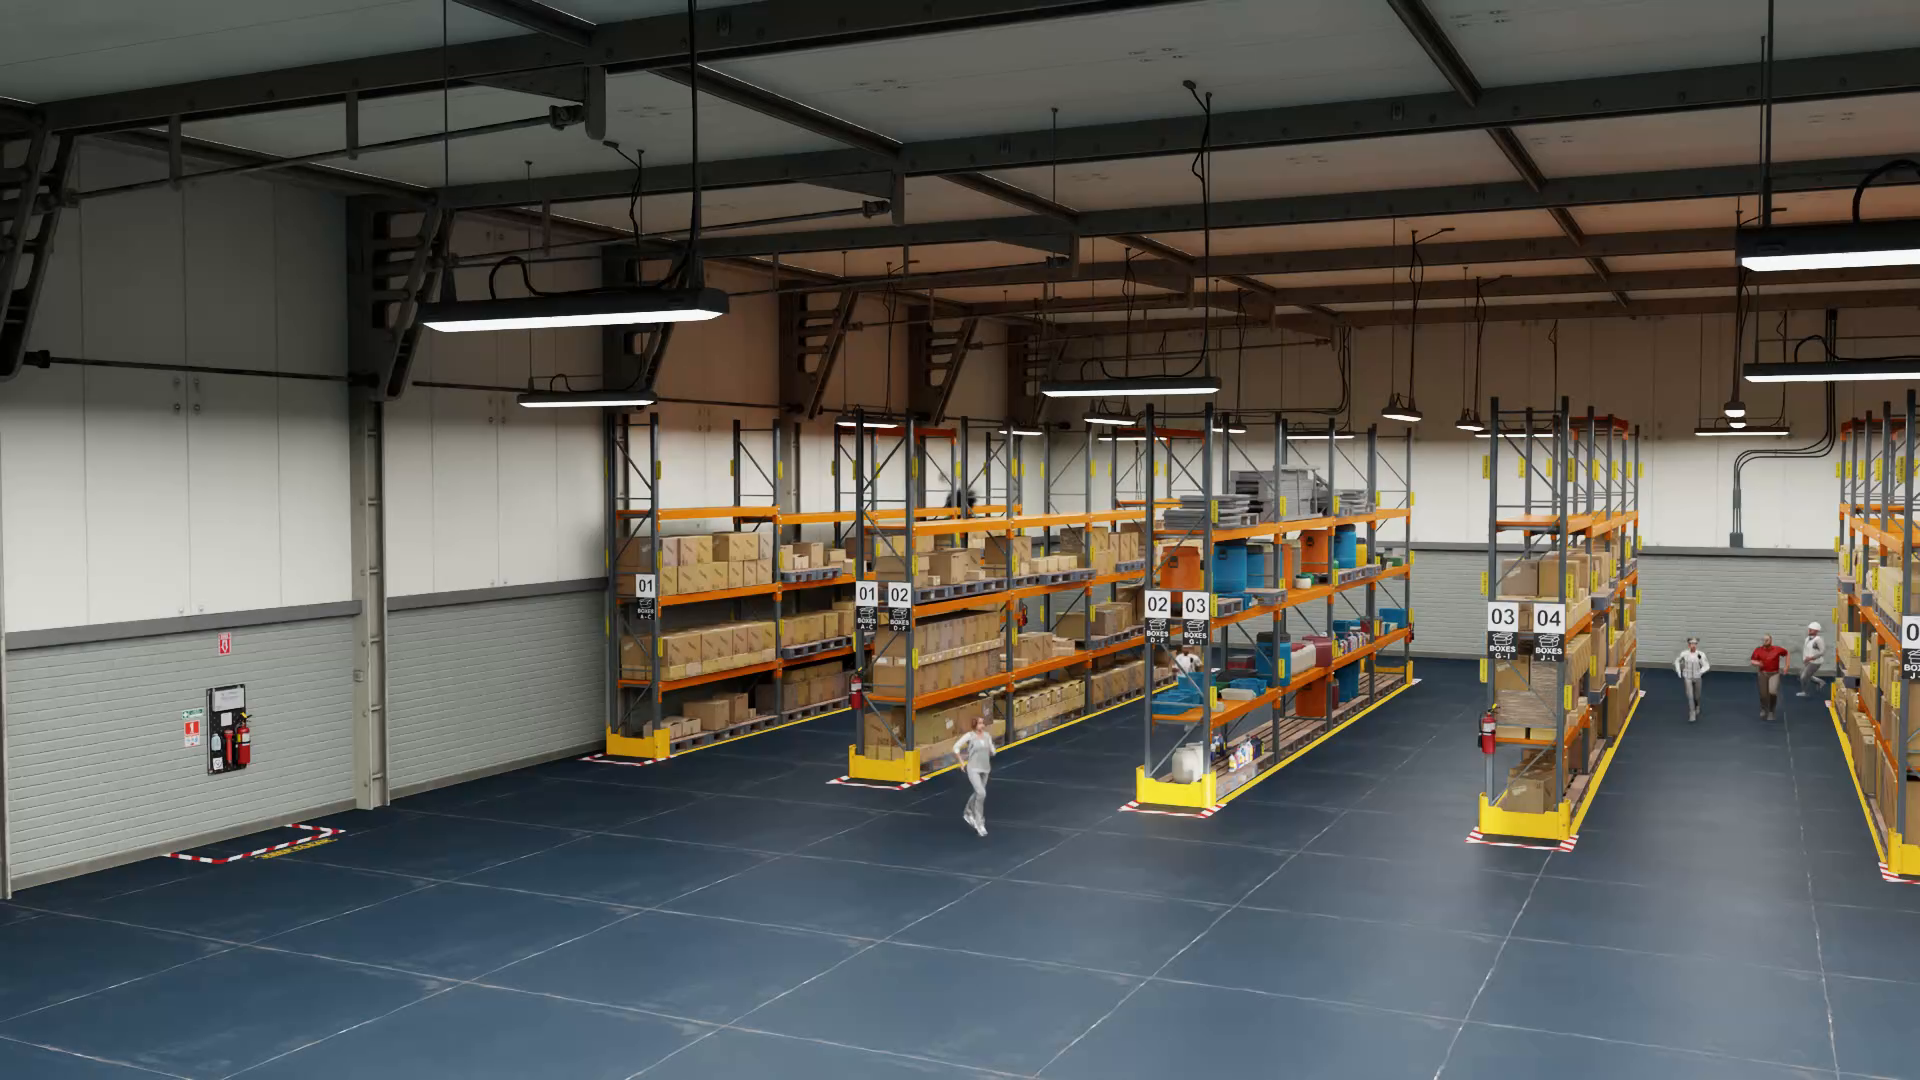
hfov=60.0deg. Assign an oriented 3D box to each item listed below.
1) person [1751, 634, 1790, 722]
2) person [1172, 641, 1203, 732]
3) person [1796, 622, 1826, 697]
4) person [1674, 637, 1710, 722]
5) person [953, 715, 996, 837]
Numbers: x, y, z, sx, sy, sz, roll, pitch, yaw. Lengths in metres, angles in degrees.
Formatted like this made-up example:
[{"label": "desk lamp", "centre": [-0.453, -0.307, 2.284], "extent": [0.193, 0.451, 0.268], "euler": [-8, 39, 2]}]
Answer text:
[{"label": "person", "centre": [16.143, 2.754, 33.169], "extent": [0.673, 1.746, 0.891], "euler": [2, 3, 35]}, {"label": "person", "centre": [4.366, 2.803, 32.087], "extent": [0.560, 1.754, 0.728], "euler": [1, 3, 24]}, {"label": "person", "centre": [18.764, 2.637, 36.439], "extent": [0.618, 1.669, 0.722], "euler": [0, 2, 4]}, {"label": "person", "centre": [14.633, 2.768, 33.250], "extent": [0.647, 1.660, 0.797], "euler": [1, 3, 22]}, {"label": "person", "centre": [0.235, 3.229, 22.949], "extent": [0.510, 1.642, 0.728], "euler": [-2, 3, -37]}]
